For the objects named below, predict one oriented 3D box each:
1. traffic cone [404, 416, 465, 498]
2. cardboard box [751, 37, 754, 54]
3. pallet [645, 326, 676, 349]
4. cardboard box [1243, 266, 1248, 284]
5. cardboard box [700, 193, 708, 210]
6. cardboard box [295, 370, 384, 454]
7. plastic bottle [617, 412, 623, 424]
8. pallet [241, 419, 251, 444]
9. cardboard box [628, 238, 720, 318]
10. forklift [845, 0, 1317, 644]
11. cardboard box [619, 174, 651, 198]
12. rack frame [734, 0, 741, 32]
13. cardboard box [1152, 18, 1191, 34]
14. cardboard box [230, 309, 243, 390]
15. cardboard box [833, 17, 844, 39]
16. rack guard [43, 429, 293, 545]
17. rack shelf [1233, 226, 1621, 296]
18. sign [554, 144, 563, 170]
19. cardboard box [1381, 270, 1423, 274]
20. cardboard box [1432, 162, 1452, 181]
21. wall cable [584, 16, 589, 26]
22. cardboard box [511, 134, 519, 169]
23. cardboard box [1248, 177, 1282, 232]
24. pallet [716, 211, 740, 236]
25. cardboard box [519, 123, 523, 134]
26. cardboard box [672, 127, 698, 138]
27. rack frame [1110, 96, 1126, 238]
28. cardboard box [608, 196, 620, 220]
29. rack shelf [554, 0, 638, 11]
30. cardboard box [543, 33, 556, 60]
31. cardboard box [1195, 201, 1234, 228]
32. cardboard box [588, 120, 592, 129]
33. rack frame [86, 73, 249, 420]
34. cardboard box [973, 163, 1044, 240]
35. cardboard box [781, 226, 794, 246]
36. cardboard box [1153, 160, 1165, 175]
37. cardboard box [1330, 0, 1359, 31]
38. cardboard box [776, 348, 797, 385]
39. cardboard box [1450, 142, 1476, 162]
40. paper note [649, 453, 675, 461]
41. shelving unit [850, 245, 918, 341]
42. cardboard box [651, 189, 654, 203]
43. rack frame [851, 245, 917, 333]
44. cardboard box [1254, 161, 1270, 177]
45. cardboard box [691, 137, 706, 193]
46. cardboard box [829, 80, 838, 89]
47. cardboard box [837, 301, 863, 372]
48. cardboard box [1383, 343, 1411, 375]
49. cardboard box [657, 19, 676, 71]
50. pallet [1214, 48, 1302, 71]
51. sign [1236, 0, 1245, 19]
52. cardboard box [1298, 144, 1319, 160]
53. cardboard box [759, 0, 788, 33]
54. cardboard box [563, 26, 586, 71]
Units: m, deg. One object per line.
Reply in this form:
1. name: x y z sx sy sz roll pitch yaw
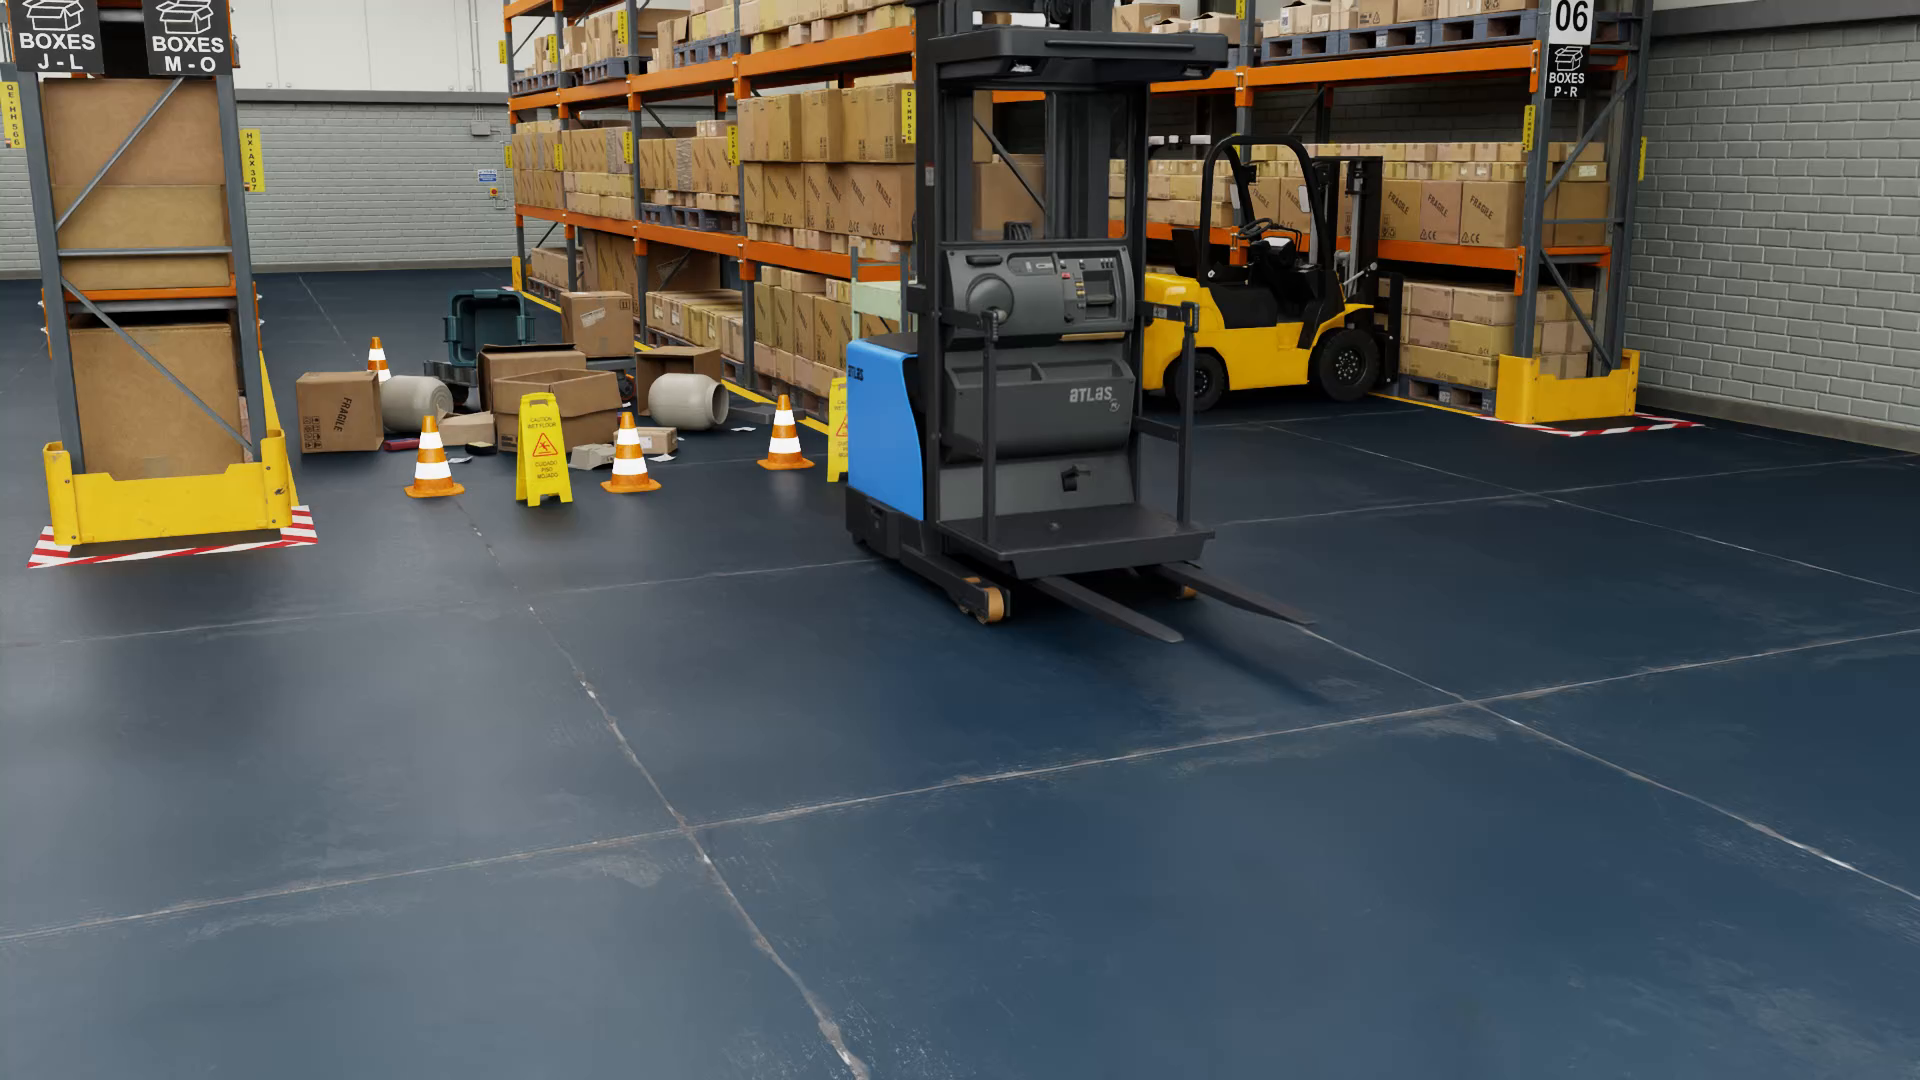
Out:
1. traffic cone: -3.208 -0.523 10.103 0.336 0.463 0.334 -6 14 -23
2. cardboard box: -1.505 -4.067 13.694 0.380 0.149 0.250 -6 14 -24
3. pallet: -2.694 -2.122 17.568 1.003 0.211 1.213 -6 14 -23
4. cardboard box: 3.049 -2.488 15.918 0.500 0.250 0.500 -6 14 -24
5. cardboard box: -2.194 -3.137 15.398 0.380 0.149 0.250 -5 14 -22
6. cardboard box: -4.337 -0.903 11.656 0.500 0.500 0.500 -3 13 -13
7. plastic bottle: -2.605 -0.948 12.829 0.133 0.061 0.283 -3 13 -13
8. pallet: -5.173 -0.572 10.874 1.003 0.211 1.213 -6 14 -23
9. cardboard box: -3.207 -2.961 18.793 0.875 0.875 0.875 -6 14 -23
10. forklift: 0.465 -1.170 7.425 1.130 2.935 3.031 -6 14 -24
11. cardboard box: -3.433 -3.889 18.246 0.500 0.250 0.500 -6 14 -23
12. rack frame: -1.404 -5.738 13.705 1.000 3.000 0.127 -6 14 -23
13. cardboard box: 2.322 -5.222 17.171 0.500 0.311 0.500 -6 14 -25
14. cardboard box: -6.230 -1.576 13.085 1.050 0.750 0.750 -6 14 -23
15. cardboard box: -0.688 -3.643 11.864 0.380 0.149 0.250 -6 14 -25
16. rack guard: -4.287 -0.298 9.049 1.175 0.500 0.348 -6 14 -23
17. rack shelf: 3.944 -2.501 14.618 1.077 0.370 4.000 -6 14 -23
18. sign: -5.116 -4.878 21.198 0.100 0.325 0.005 -6 14 -23
19. cardboard box: 3.924 -2.323 15.205 0.500 0.250 0.500 -6 14 -23
20. cardboard box: 4.083 -3.010 13.565 0.380 0.149 0.250 -6 14 -23
21. wall cable: -5.490 -9.696 30.725 2.988 3.039 0.133 -6 14 -23
22. cardboard box: -6.279 -5.705 24.430 0.500 0.500 0.500 -6 14 -24
23. cardboard box: 3.081 -3.198 15.813 0.500 0.500 0.500 -6 14 -25
24. pallet: -1.577 -2.893 15.142 1.003 0.211 1.213 -6 14 -23
25. cardboard box: -6.153 -5.936 23.988 0.380 0.149 0.250 -5 14 -21
26. cardboard box: -2.979 -4.301 18.364 0.500 0.500 0.500 -6 14 -25
27. rack frame: 1.541 -4.091 19.893 1.000 3.000 0.127 -6 14 -23
28. cardboard box: -3.665 -3.754 18.769 0.500 0.250 0.500 -5 14 -22
29. rack shelf: -3.807 -6.432 19.187 1.077 0.370 4.000 -6 14 -23
30. cardboard box: -5.178 -6.509 22.306 0.797 0.503 0.637 -4 14 -19
31. cardboard box: 2.701 -3.272 16.687 0.500 0.250 0.500 -5 14 -22
32. cardboard box: -5.029 -5.419 21.754 0.380 0.149 0.250 -5 14 -22
33. rack frame: -5.899 -2.347 12.359 1.000 3.000 0.127 -6 14 -23
34. cardboard box: 0.263 -2.305 11.297 0.500 0.500 0.500 -6 14 -24
35. cardboard box: -1.221 -2.445 13.338 0.380 0.149 0.250 -5 14 -21
36. cardboard box: 2.264 -3.941 17.585 0.380 0.149 0.250 -5 14 -22
37. cardboard box: 3.459 -4.579 14.497 0.396 0.266 0.258 -6 14 -24
38. cardboard box: -1.191 -1.425 13.540 0.500 0.250 0.500 -5 14 -20
39. cardboard box: 4.152 -3.102 13.302 0.380 0.149 0.250 -5 14 -22
40. paper note: -2.004 -0.558 11.212 0.148 0.019 0.142 -12 18 -42
41. shelving unit: -0.278 -0.868 9.293 0.431 1.500 0.755 -6 14 -24
42. cardboard box: -3.046 -3.640 17.570 0.380 0.149 0.250 -7 15 -26
43. rack frame: -0.430 -0.943 9.618 0.400 1.500 0.023 -6 14 -24
44. cardboard box: 3.030 -3.539 15.850 0.380 0.149 0.250 -6 14 -24
45. cardboard box: -2.200 -3.498 15.517 0.500 0.500 0.500 -5 14 -21
46. cardboard box: -1.737 -7.160 26.176 0.500 0.250 0.500 -6 14 -24
47. cardboard box: -0.573 -1.469 12.067 0.500 0.500 0.500 -5 14 -21
48. cardboard box: 3.885 -1.579 14.208 0.500 0.250 0.500 -5 14 -22
49. cardboard box: -2.635 -4.955 16.753 0.700 0.500 0.500 -6 14 -23
50. pallet: 2.778 -4.814 16.787 0.805 0.209 1.217 -6 14 -25
51. sign: 2.650 -5.080 15.669 0.100 0.325 0.005 -6 14 -23
52. cardboard box: 3.306 -3.521 15.111 0.380 0.149 0.250 -5 14 -22
53. cardboard box: -1.263 -4.127 13.070 0.500 0.250 0.500 -6 14 -23
54. cardboard box: -4.521 -5.974 20.226 0.500 0.500 0.500 -6 14 -24
